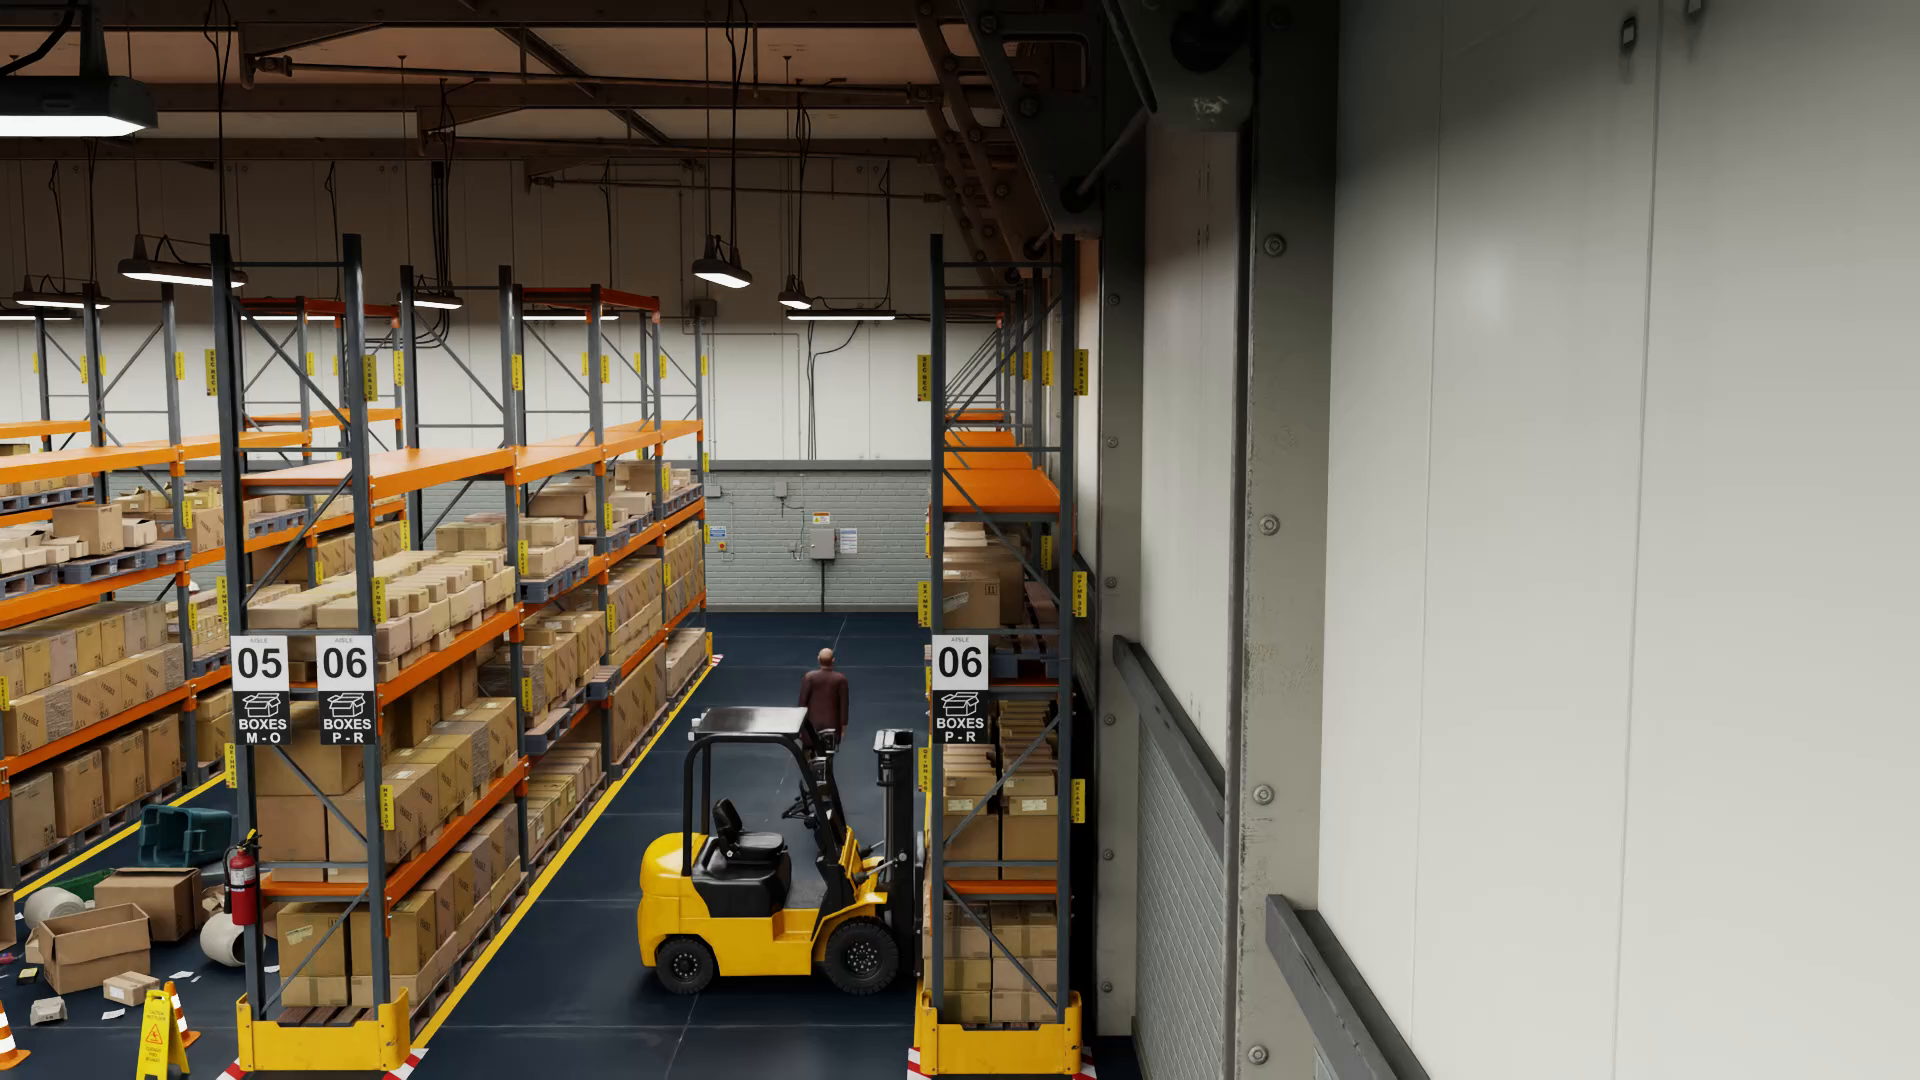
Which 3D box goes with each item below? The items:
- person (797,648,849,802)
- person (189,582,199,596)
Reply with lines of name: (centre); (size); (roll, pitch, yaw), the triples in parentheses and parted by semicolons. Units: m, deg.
person: (-1.598, 2.142, 19.318); (0.627, 1.777, 0.517); (-1, 6, -6)
person: (-11.730, 1.492, 25.381); (0.528, 1.712, 1.069); (0, 6, 2)
